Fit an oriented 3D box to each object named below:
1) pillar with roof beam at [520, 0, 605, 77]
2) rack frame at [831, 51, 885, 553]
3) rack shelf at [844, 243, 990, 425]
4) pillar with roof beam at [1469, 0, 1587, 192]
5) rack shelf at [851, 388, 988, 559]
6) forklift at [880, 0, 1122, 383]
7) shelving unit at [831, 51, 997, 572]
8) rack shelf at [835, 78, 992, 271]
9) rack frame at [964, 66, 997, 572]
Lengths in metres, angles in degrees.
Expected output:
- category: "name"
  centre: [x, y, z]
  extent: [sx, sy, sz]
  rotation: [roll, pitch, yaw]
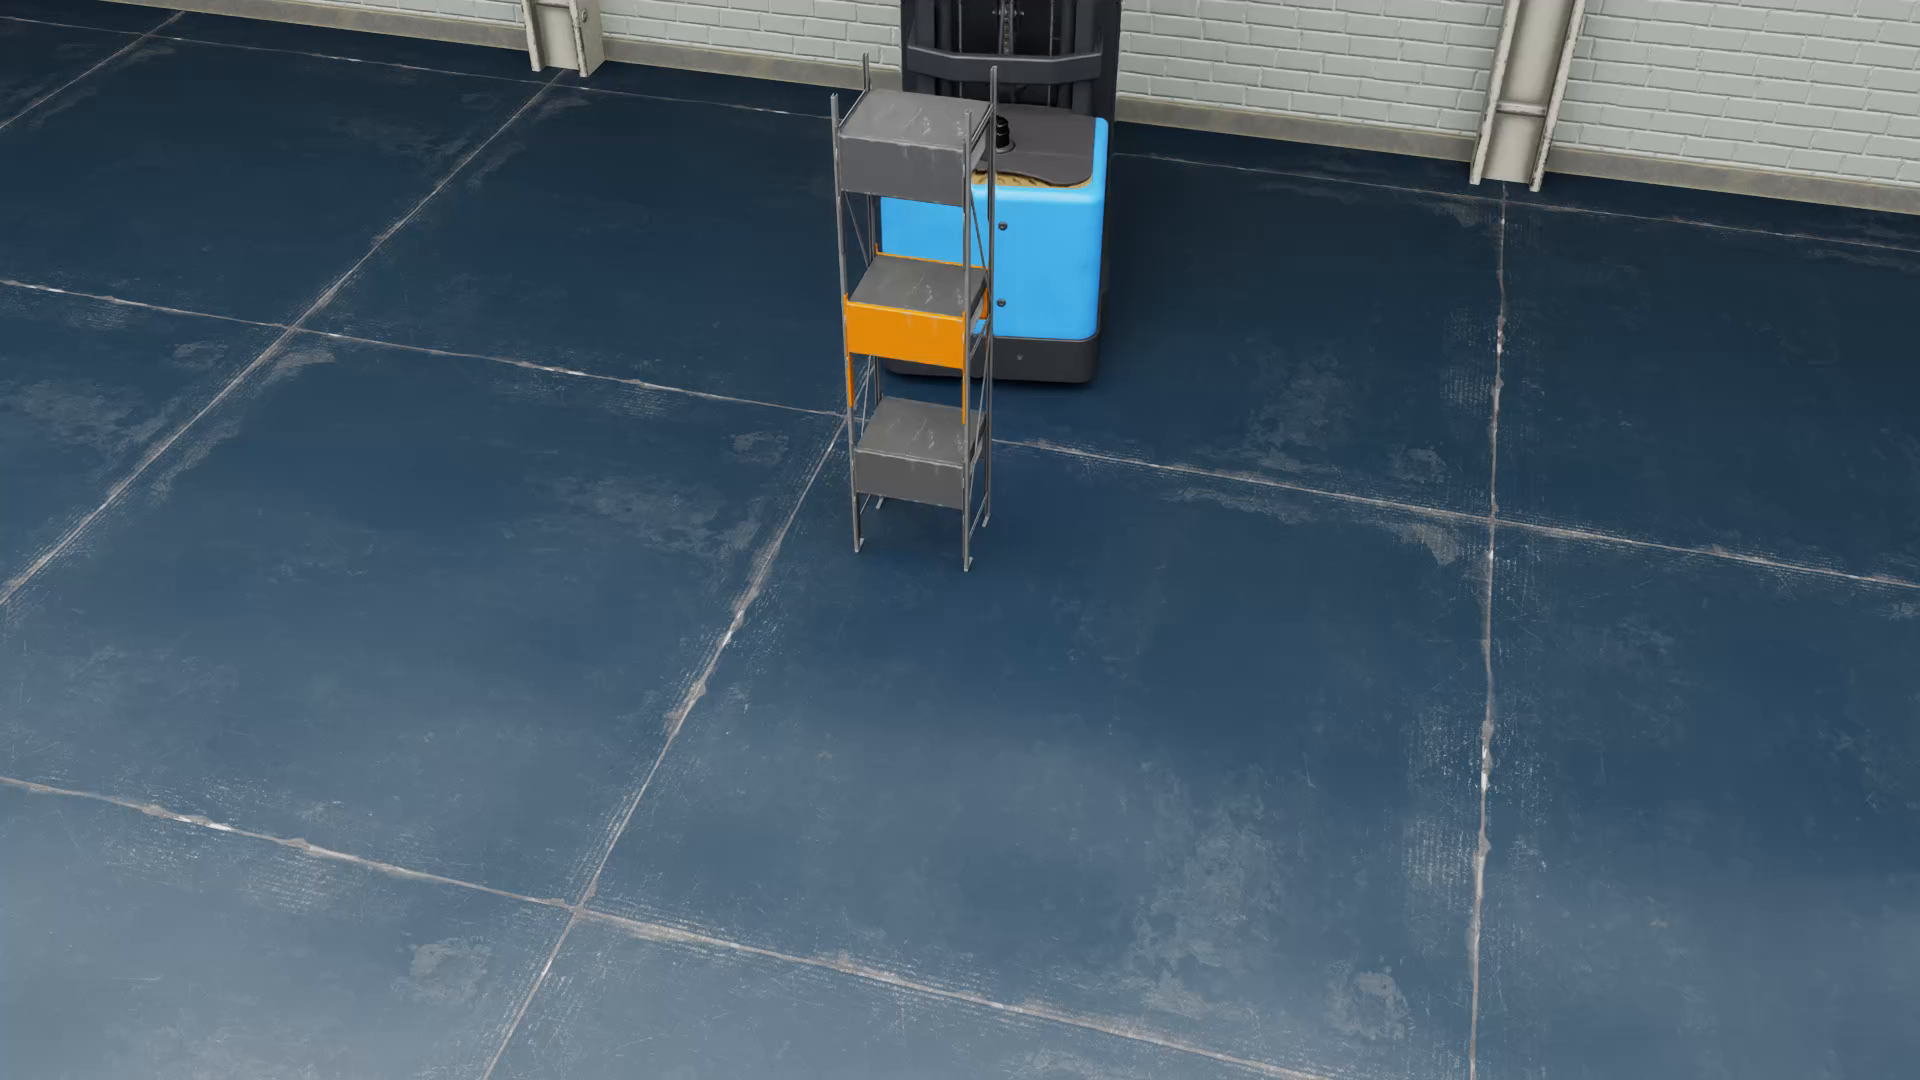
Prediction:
- category: "pillar with roof beam"
  centre: [-3.695, -3.919, 4.920]
  extent: [0.400, 9.000, 9.100]
  rotation: [10, 41, 11]
- category: "rack frame"
  centre: [-0.396, -0.872, 6.656]
  extent: [0.015, 2.100, 0.400]
  rotation: [10, 41, 11]
- category: "rack shelf"
  centre: [-0.160, -0.821, 6.616]
  extent: [0.480, 0.518, 0.431]
  rotation: [10, 41, 11]
- category: "pillar with roof beam"
  centre: [2.101, -2.922, 3.732]
  extent: [0.400, 9.000, 9.100]
  rotation: [10, 41, 11]
- category: "rack shelf"
  centre: [-0.160, -0.285, 7.066]
  extent: [0.480, 0.518, 0.431]
  rotation: [10, 41, 11]
- category: "forklift"
  centre: [0.273, -2.821, 8.330]
  extent: [1.130, 2.935, 3.031]
  rotation: [3, 40, 4]
- category: "shelving unit"
  centre: [-0.160, -0.832, 6.608]
  extent: [0.503, 2.100, 0.431]
  rotation: [10, 41, 11]
- category: "rack shelf"
  centre: [-0.160, -1.357, 6.166]
  extent: [0.480, 0.518, 0.431]
  rotation: [10, 41, 11]
- category: "rack frame"
  centre: [0.076, -0.791, 6.559]
  extent: [0.015, 2.100, 0.400]
  rotation: [10, 41, 11]
